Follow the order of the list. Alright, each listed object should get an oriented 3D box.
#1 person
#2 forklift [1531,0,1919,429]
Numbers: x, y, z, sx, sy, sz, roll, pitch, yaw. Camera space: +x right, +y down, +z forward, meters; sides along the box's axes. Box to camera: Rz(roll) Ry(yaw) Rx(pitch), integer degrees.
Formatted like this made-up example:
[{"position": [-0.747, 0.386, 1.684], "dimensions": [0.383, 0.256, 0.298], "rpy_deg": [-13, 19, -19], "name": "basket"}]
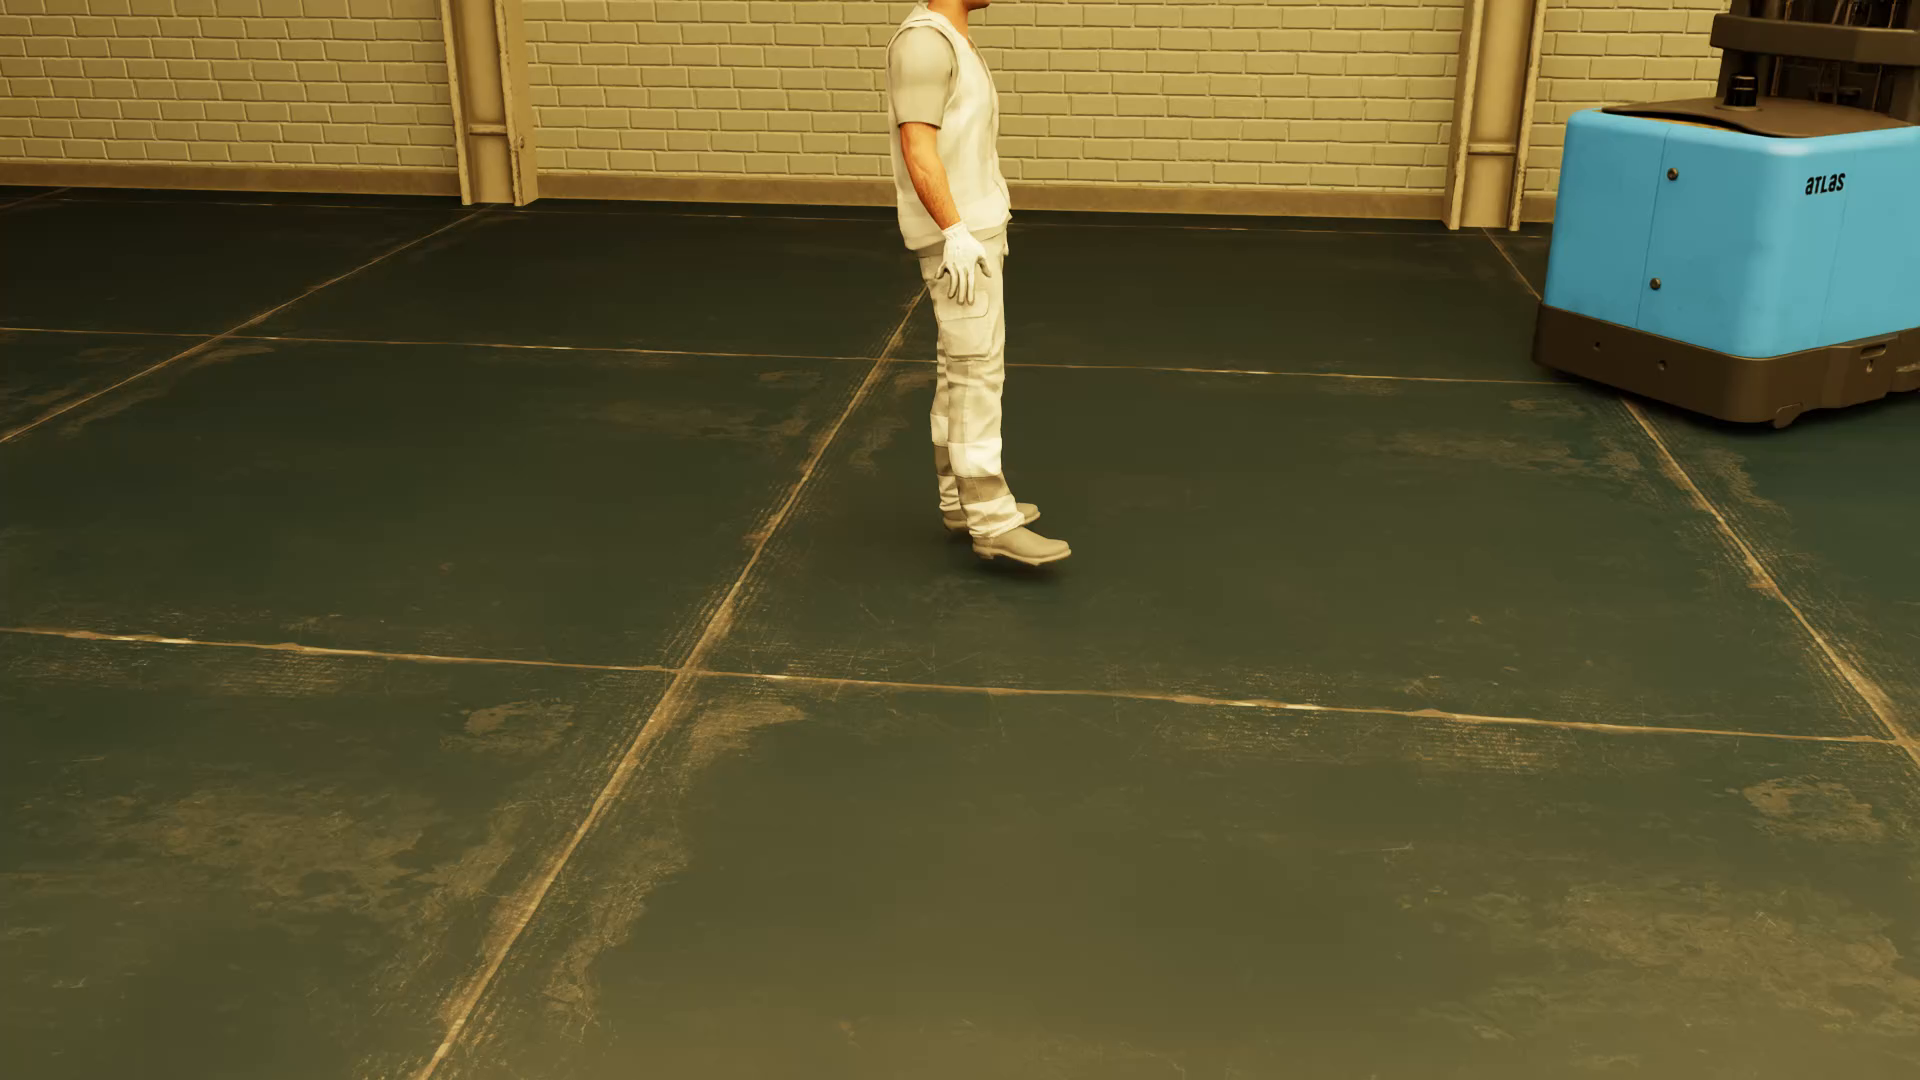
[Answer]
[{"position": [0.079, -0.866, 4.806], "dimensions": [0.561, 1.789, 0.638], "rpy_deg": [3, 22, 7], "name": "person"}, {"position": [3.882, -2.152, 6.598], "dimensions": [3.031, 2.935, 1.130], "rpy_deg": [-12, 25, -27], "name": "forklift"}]
